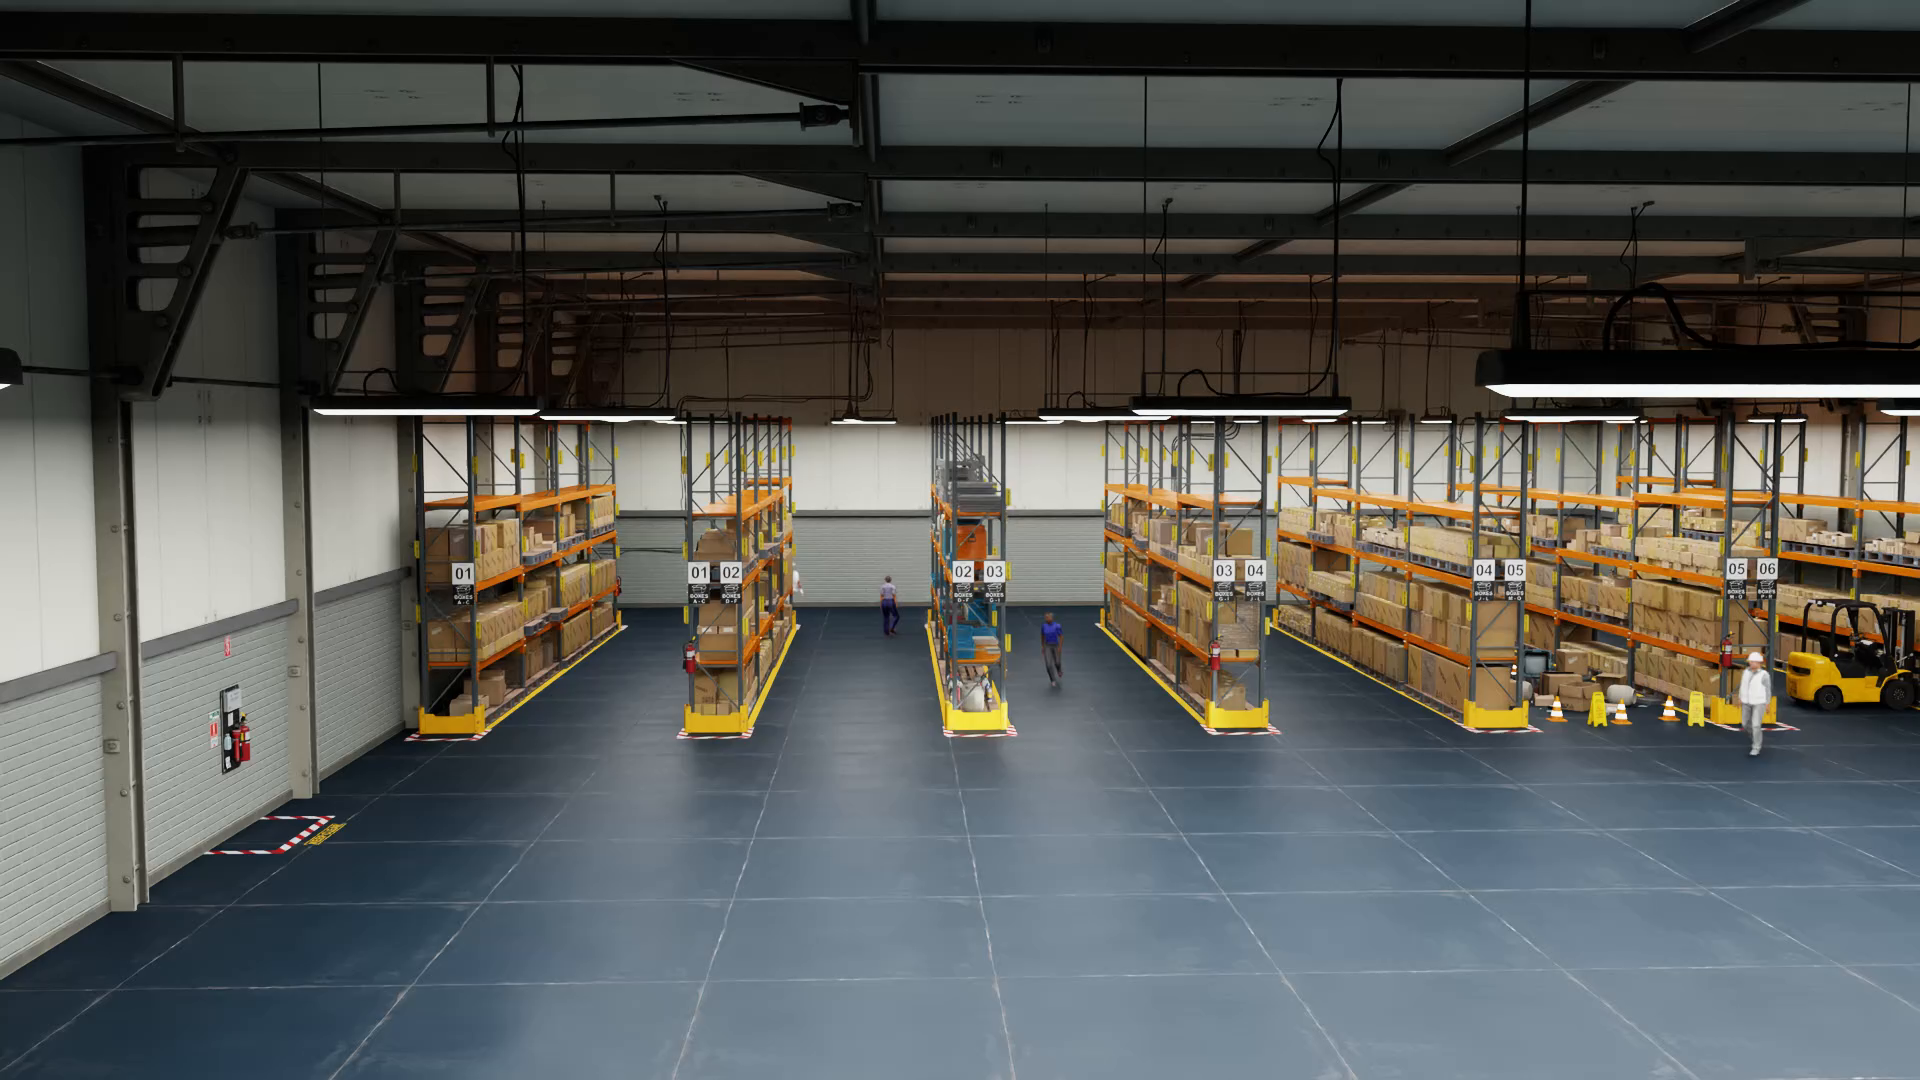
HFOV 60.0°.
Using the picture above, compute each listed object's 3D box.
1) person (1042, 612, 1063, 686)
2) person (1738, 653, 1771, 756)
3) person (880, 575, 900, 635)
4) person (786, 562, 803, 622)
[{"bbox_3d":[2.056,2.405,36.966,0.504,1.627,0.562,1,4,15],"label":"person"},{"bbox_3d":[13.958,2.846,29.163,0.718,1.767,0.530,-2,5,-32],"label":"person"},{"bbox_3d":[-1.956,1.807,45.660,0.532,1.633,0.482,2,4,26],"label":"person"},{"bbox_3d":[-4.953,1.502,48.919,0.582,1.719,1.077,-3,5,-37],"label":"person"}]
